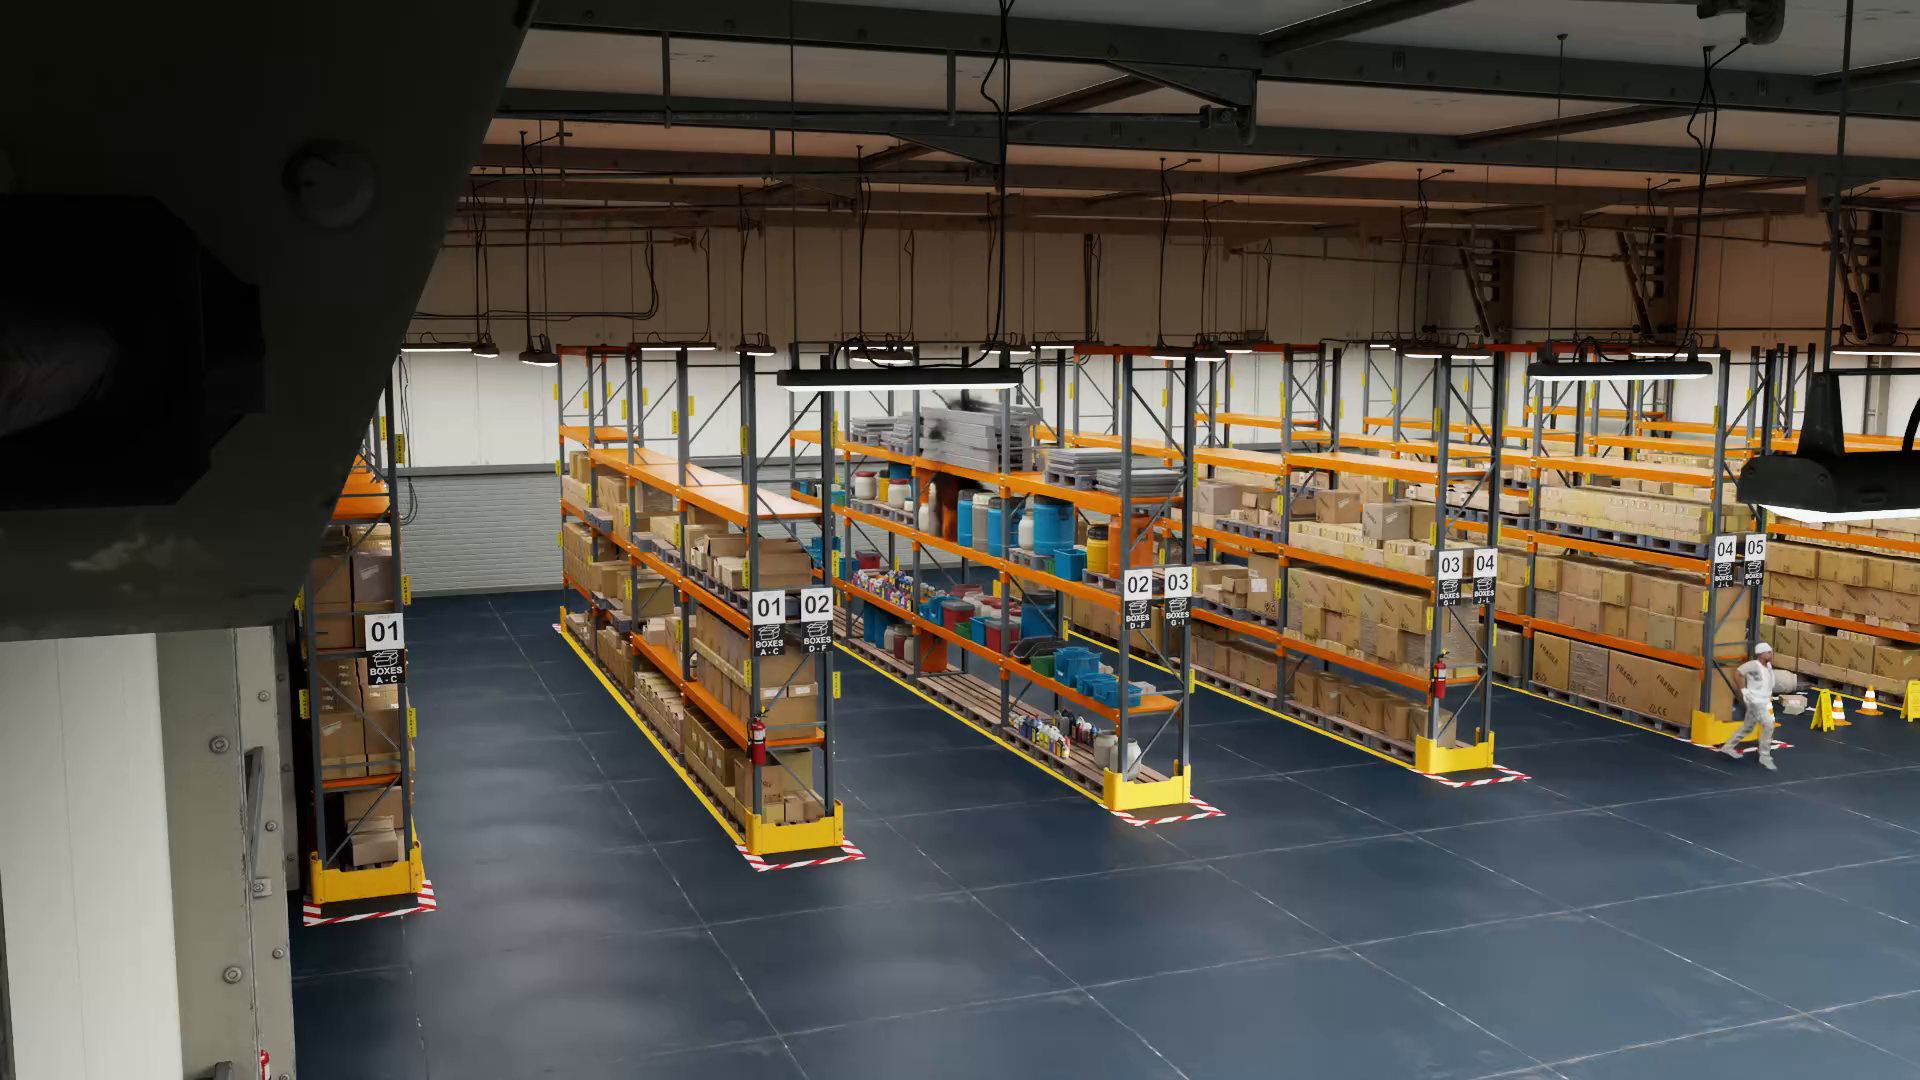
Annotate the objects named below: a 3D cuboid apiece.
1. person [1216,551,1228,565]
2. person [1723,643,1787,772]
[{"bbox_3d":[6.549,0.224,41.790,0.618,1.679,0.616,5,9,35],"label":"person"},{"bbox_3d":[11.660,2.388,24.224,0.912,1.800,0.690,6,10,41],"label":"person"}]
